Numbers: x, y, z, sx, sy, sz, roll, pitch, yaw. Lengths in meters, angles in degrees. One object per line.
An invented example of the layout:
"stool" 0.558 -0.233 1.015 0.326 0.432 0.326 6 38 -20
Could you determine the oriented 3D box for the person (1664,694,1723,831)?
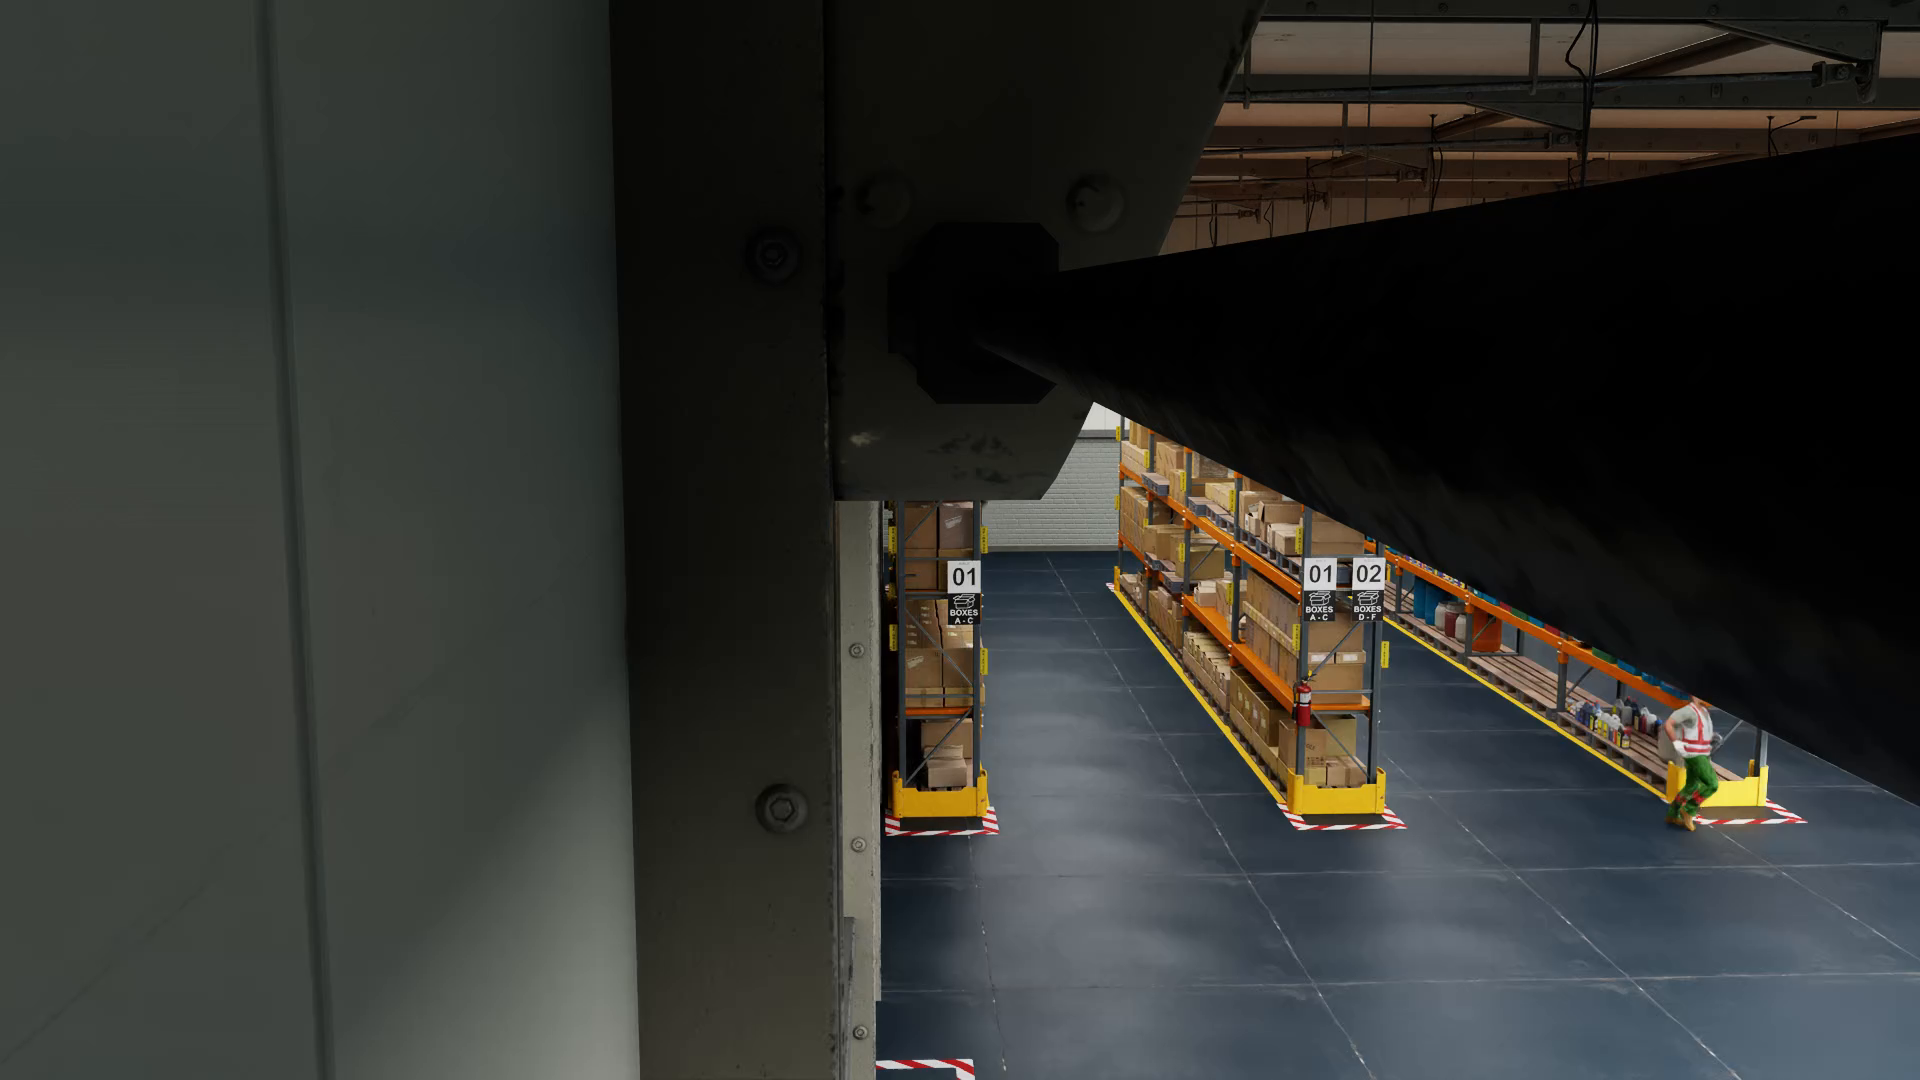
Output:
"person" 8.863 2.595 20.027 0.630 1.756 0.695 6 10 36
